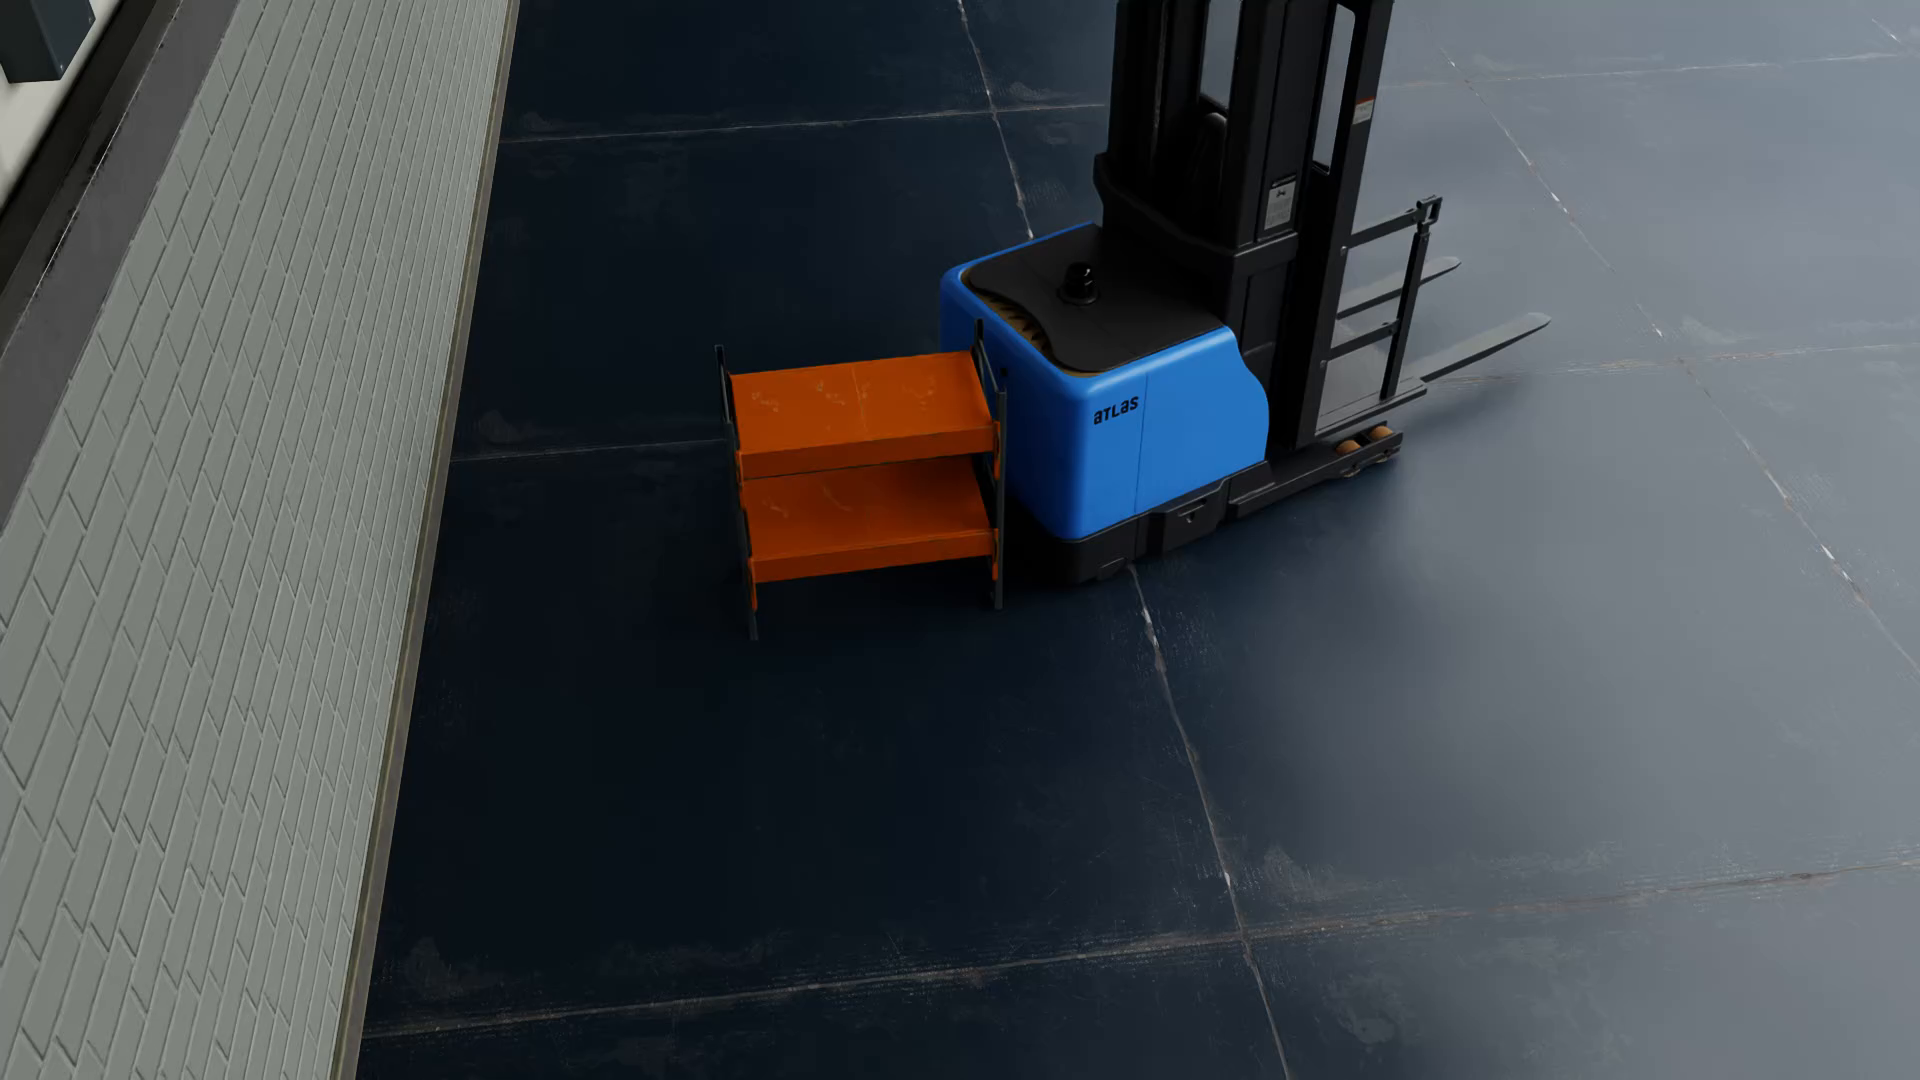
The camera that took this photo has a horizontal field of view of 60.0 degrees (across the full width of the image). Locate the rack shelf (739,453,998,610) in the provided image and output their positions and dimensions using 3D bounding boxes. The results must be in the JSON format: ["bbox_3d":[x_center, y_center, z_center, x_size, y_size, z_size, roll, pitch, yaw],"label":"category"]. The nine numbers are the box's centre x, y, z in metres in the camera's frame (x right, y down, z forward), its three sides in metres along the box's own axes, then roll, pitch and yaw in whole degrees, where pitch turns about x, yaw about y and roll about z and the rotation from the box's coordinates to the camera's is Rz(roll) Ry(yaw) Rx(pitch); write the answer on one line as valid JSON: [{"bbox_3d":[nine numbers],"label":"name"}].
[{"bbox_3d":[-0.385,-0.050,6.830,1.000,0.278,0.538,-7,43,-8],"label":"rack shelf"}]

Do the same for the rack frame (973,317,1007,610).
[{"bbox_3d":[0.115,-0.292,6.734,0.032,1.125,0.500,-7,43,-8],"label":"rack frame"}]

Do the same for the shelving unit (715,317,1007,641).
[{"bbox_3d":[-0.385,-0.231,6.667,1.048,1.125,0.538,-7,43,-8],"label":"shelving unit"}]

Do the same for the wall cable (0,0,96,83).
[{"bbox_3d":[-2.114,-3.976,2.400,0.169,6.003,2.305,-5,42,-6],"label":"wall cable"}]

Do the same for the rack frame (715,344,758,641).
[{"bbox_3d":[-0.885,-0.170,6.599,0.032,1.125,0.500,-7,43,-8],"label":"rack frame"}]

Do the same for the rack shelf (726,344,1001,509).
[{"bbox_3d":[-0.385,-0.449,6.470,1.000,0.278,0.538,-7,43,-8],"label":"rack shelf"}]

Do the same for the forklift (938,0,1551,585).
[{"bbox_3d":[1.424,-1.654,6.895,3.031,2.935,1.130,-23,47,-23],"label":"forklift"}]
